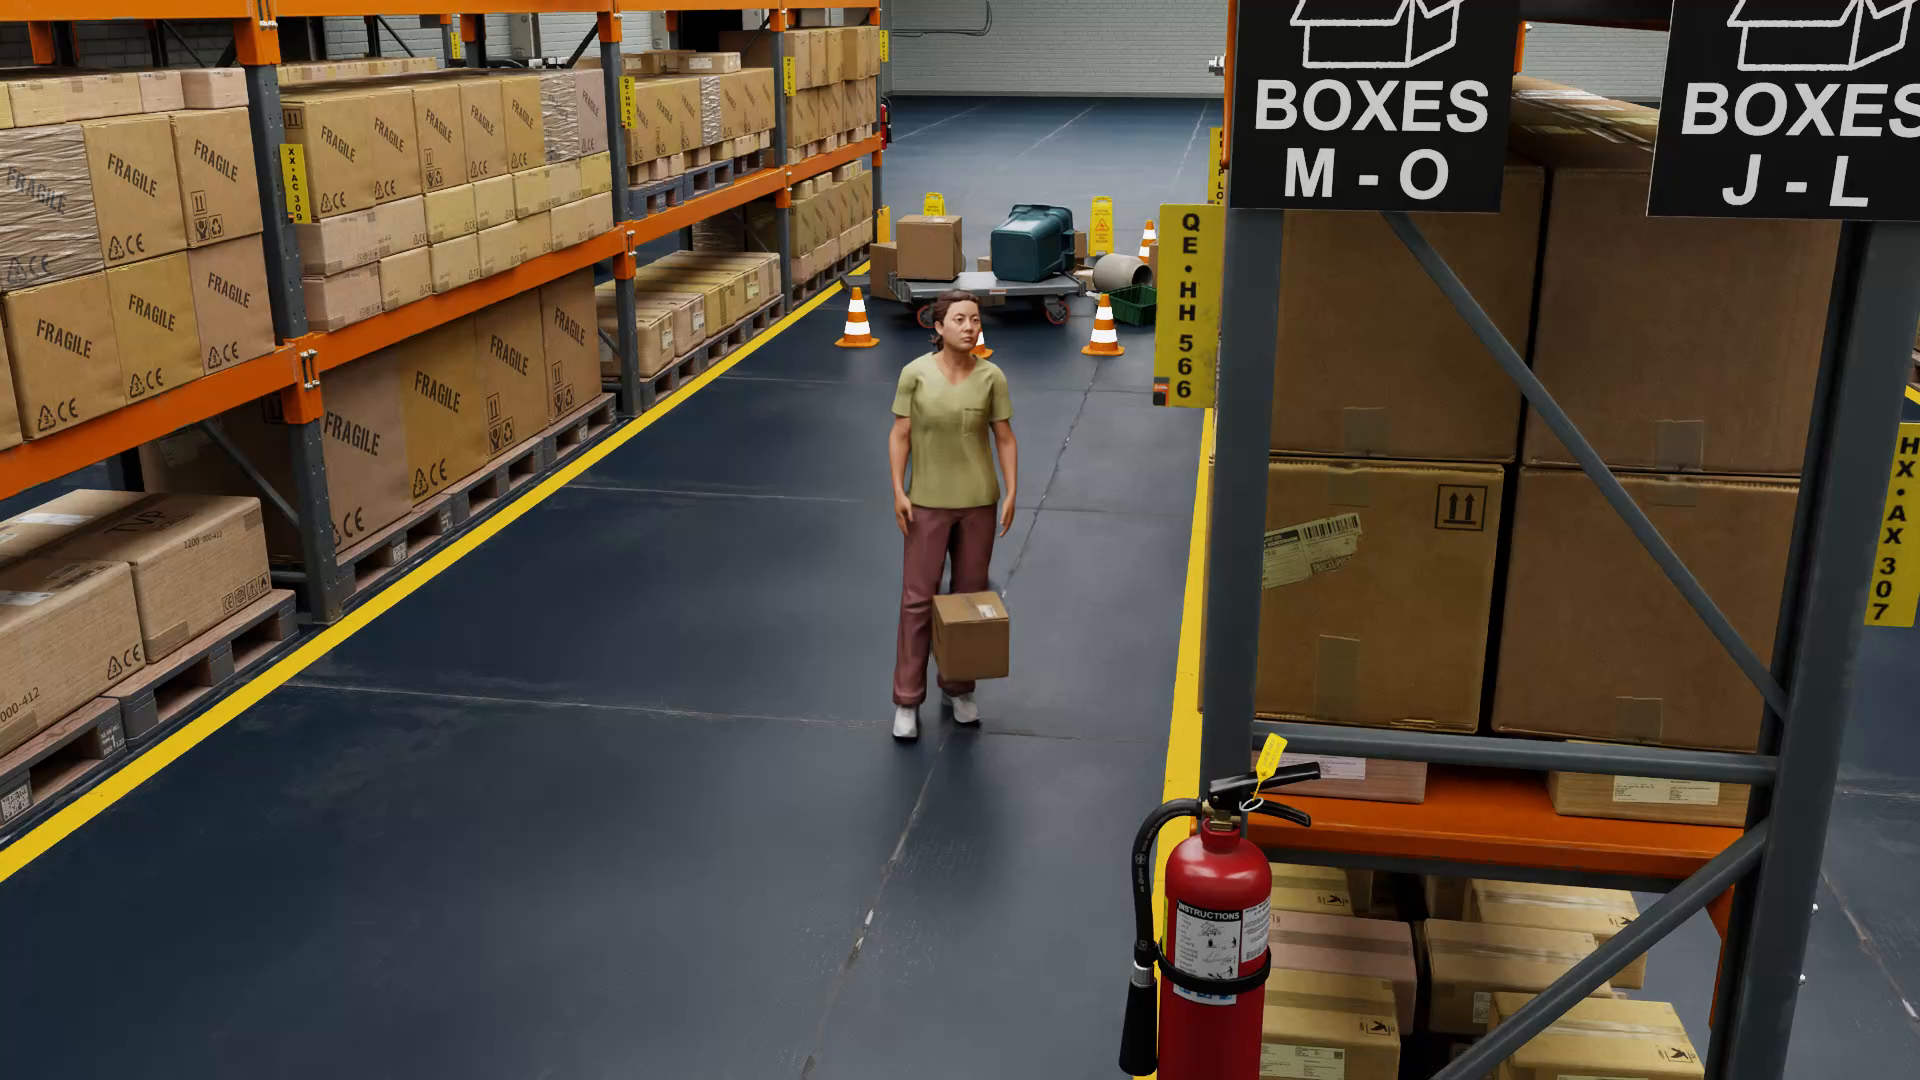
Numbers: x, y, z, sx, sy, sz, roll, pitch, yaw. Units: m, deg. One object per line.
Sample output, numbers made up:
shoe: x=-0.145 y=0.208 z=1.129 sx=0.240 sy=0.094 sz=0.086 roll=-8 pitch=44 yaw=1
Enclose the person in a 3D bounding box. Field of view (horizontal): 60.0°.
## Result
person: x=-0.027 y=-0.113 z=6.377 sx=0.536 sy=1.674 sz=0.552 roll=-3 pitch=18 yaw=-9
